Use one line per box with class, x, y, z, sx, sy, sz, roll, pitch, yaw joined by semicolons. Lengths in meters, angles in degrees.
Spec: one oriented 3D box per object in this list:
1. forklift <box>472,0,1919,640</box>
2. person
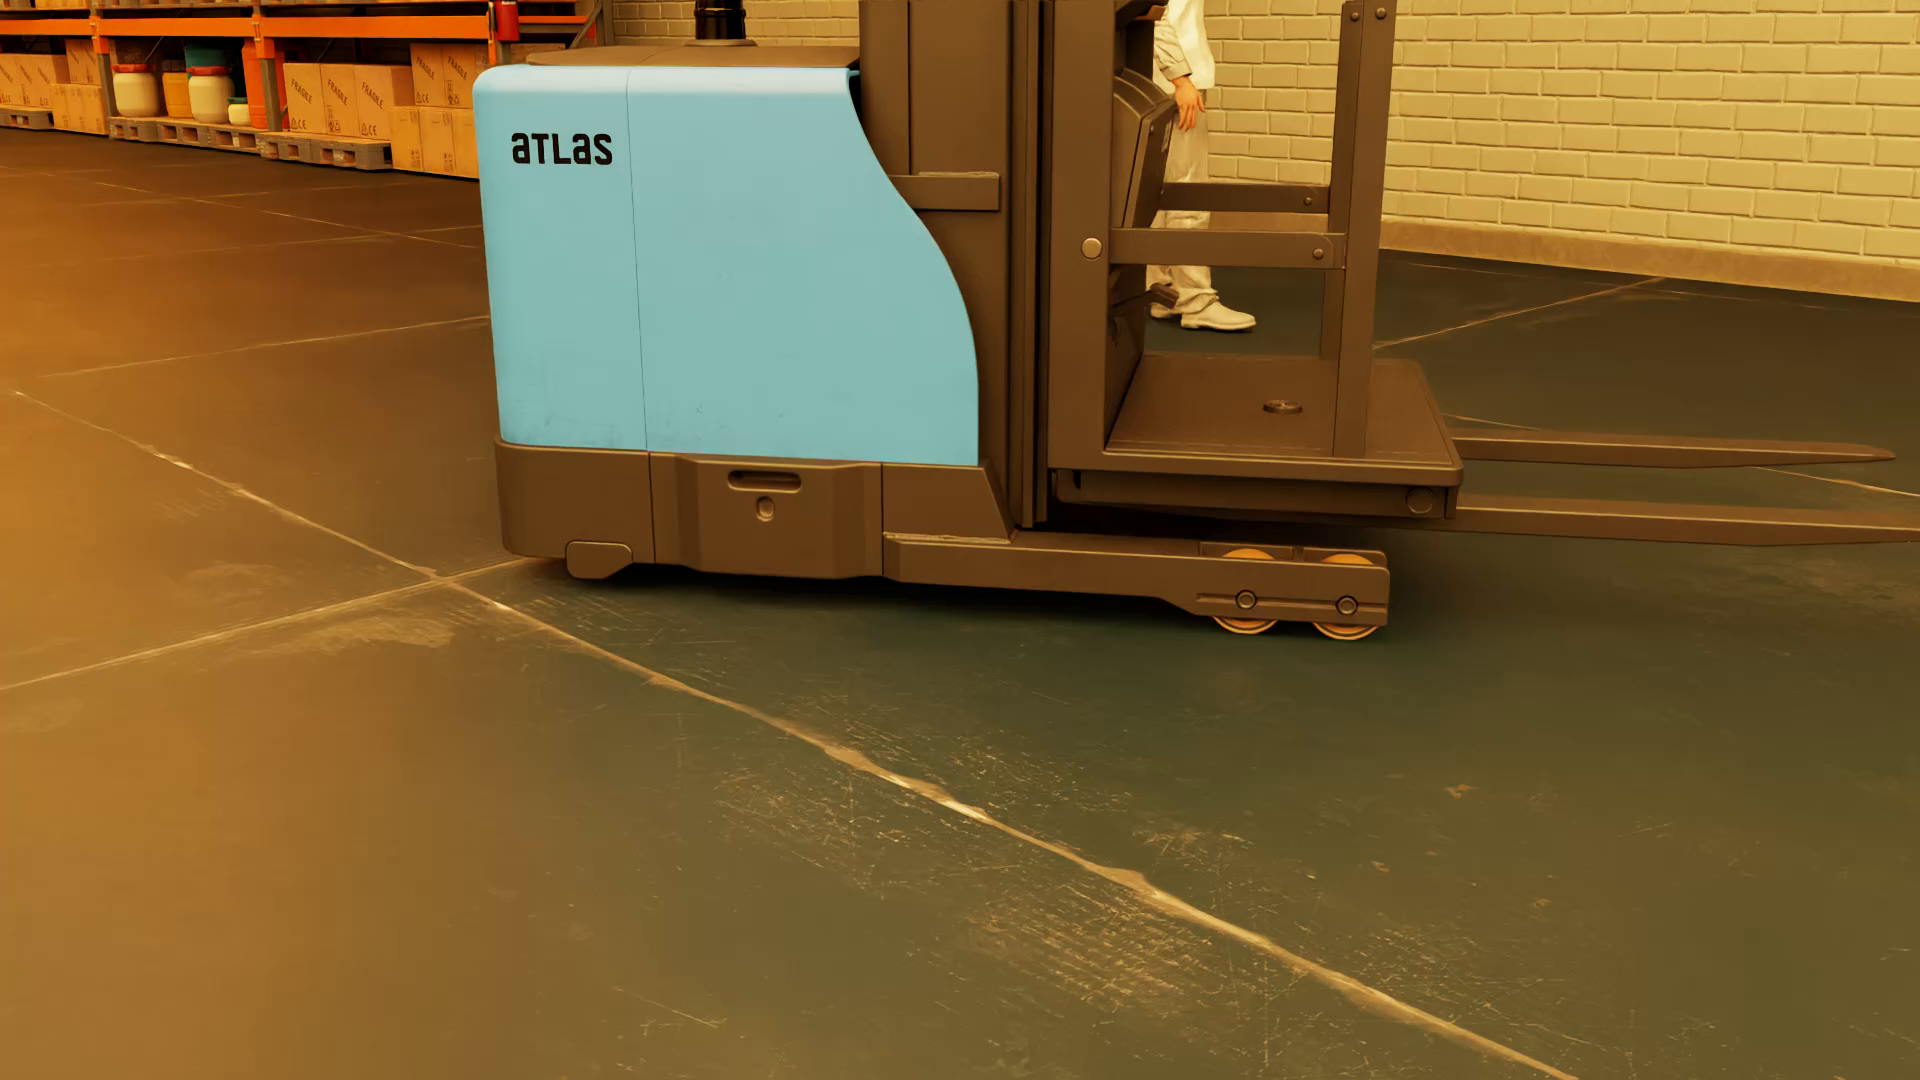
forklift;0.571;-1.374;3.375;3.031;2.935;1.130;3;17;10
person;0.908;-1.759;6.566;0.570;1.773;0.630;2;17;6
